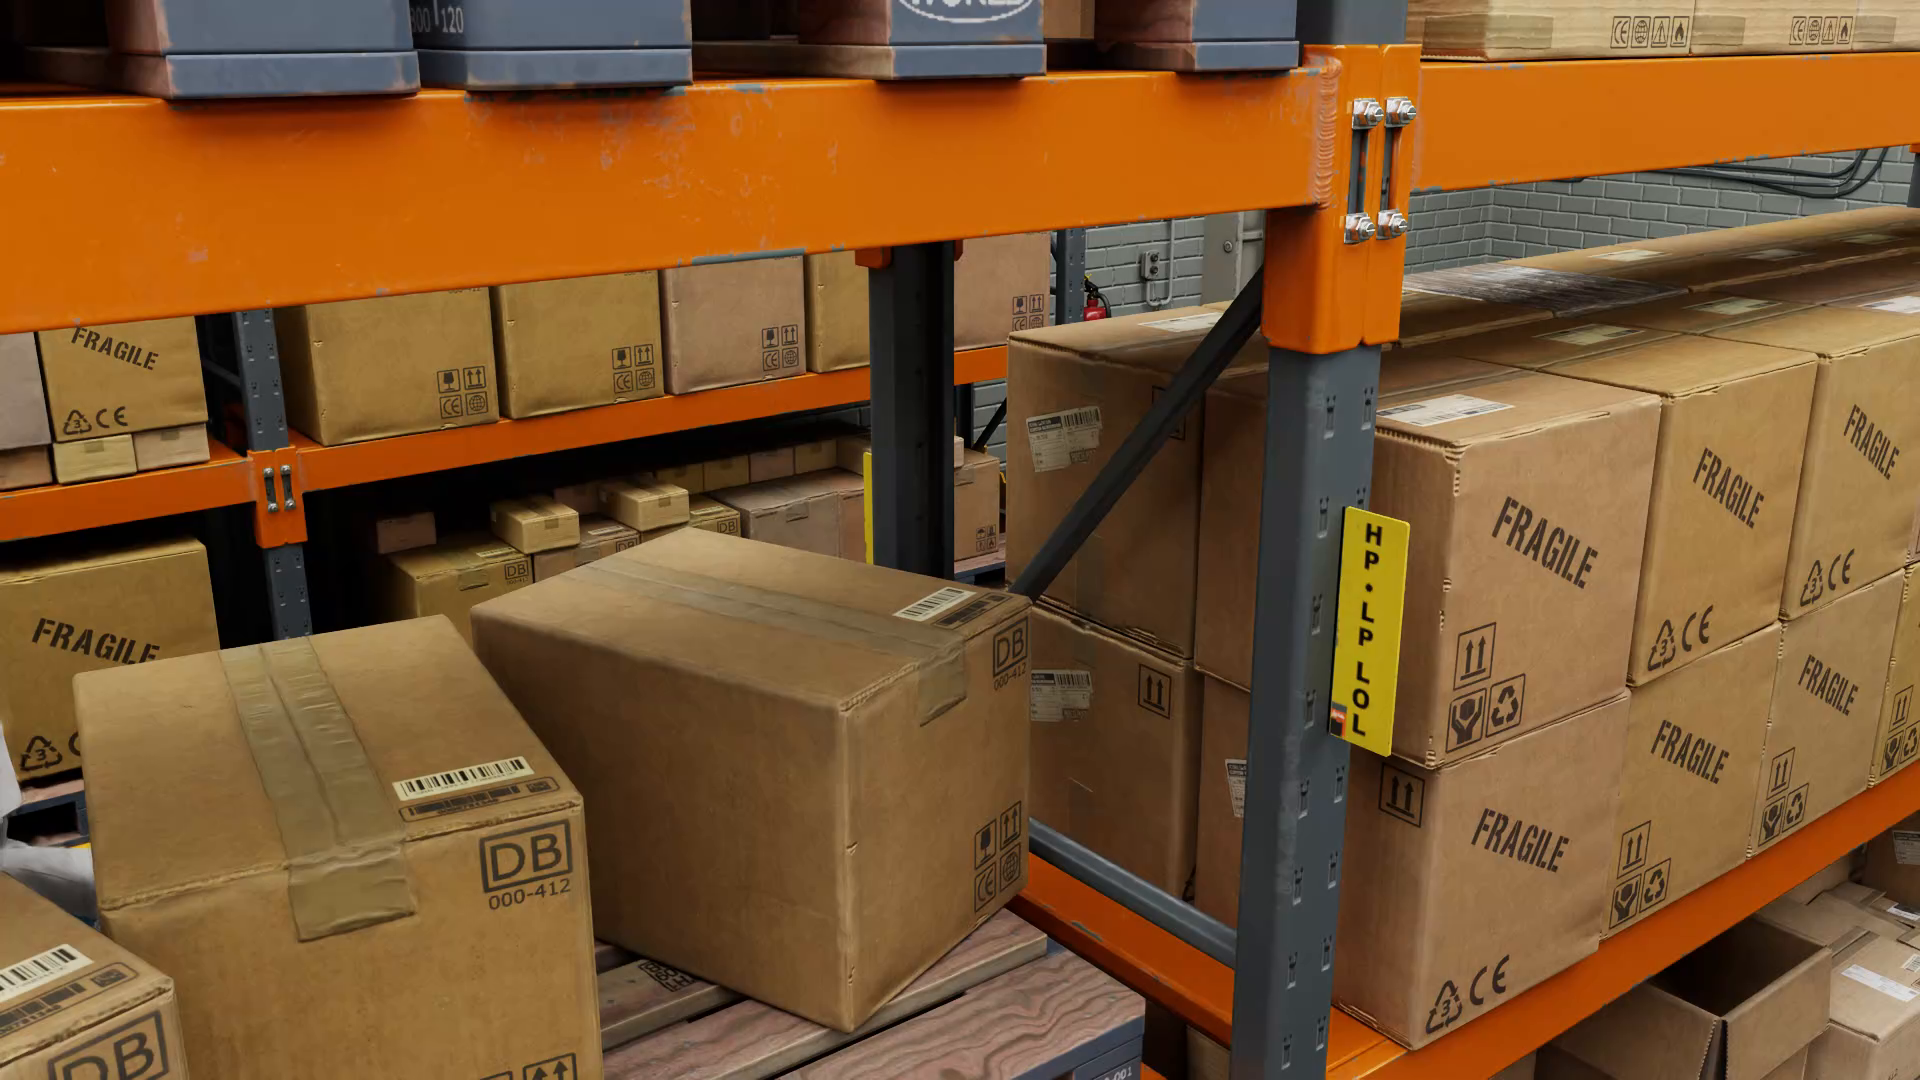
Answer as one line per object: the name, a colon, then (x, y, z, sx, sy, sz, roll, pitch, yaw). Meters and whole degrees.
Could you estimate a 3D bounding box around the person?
person: (-2.910, 0.550, 4.809, 0.993, 1.749, 0.570, -14, 22, -37)
